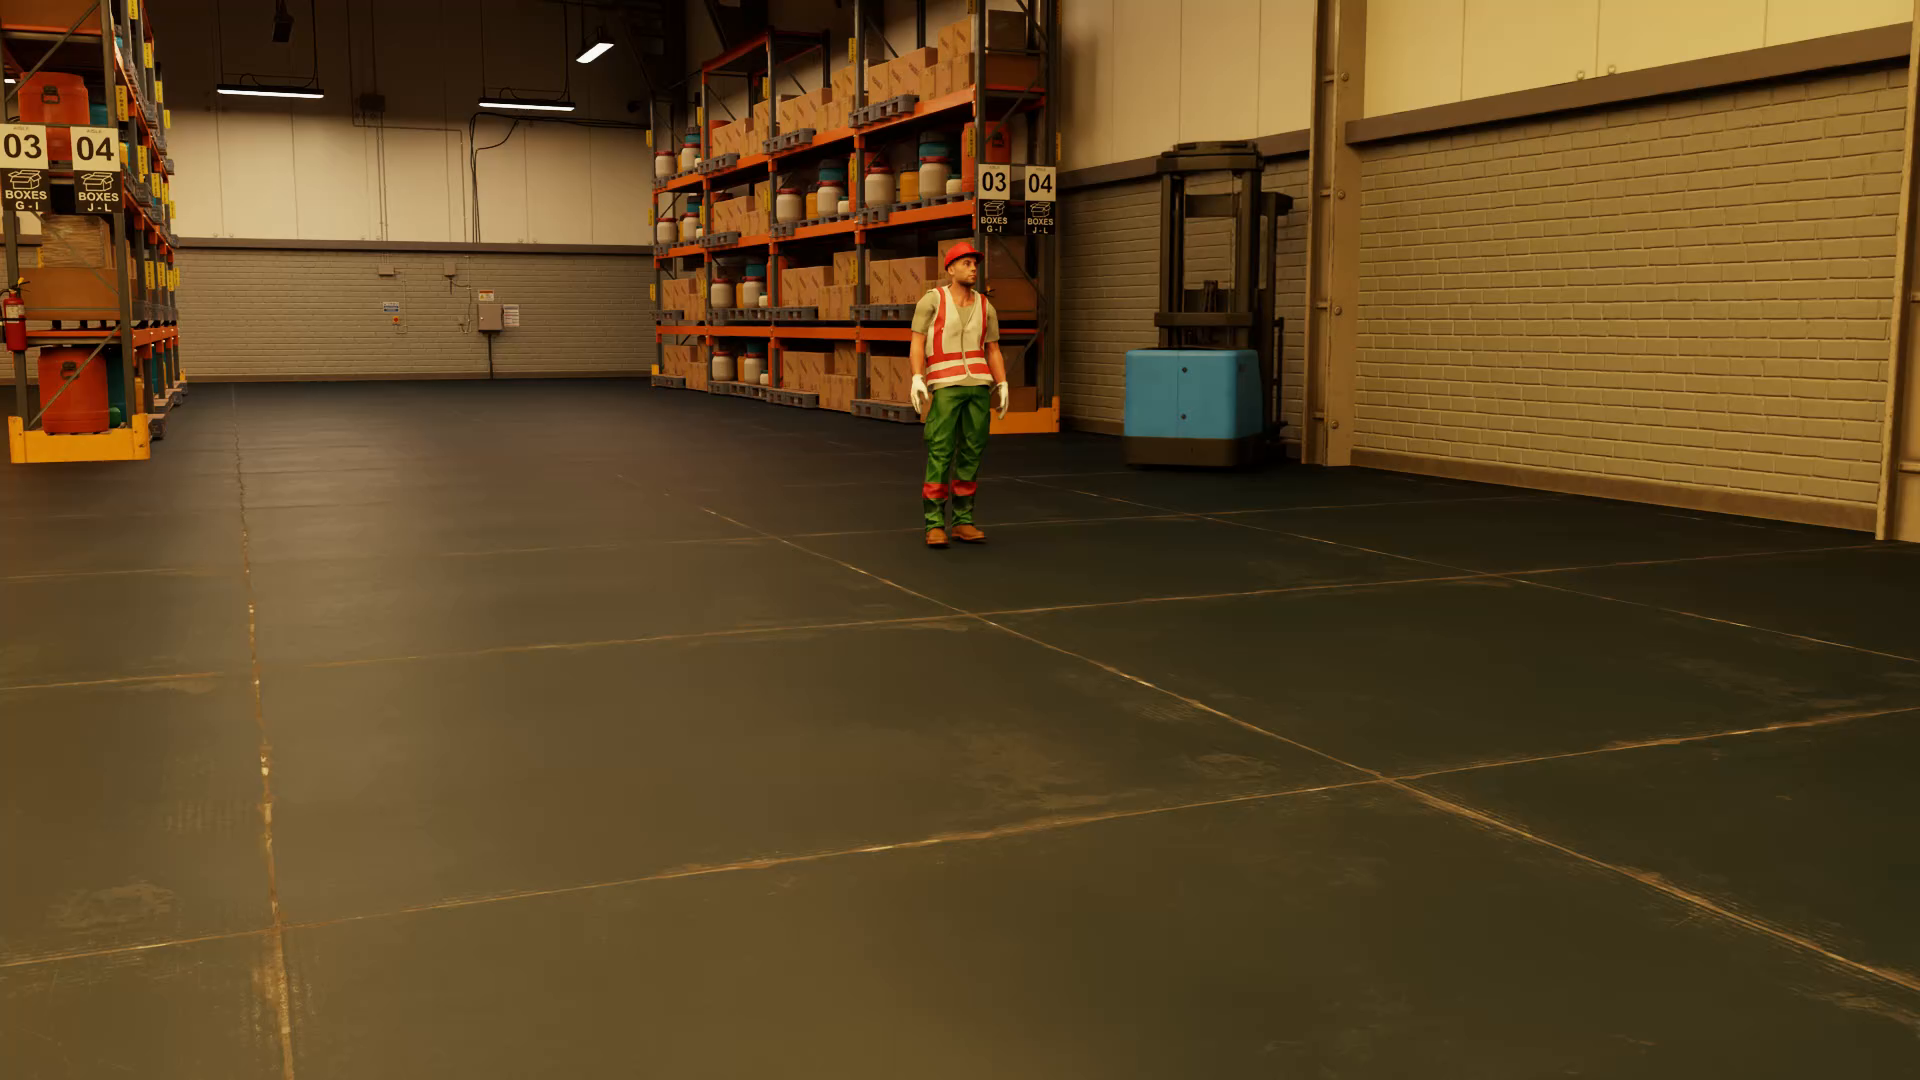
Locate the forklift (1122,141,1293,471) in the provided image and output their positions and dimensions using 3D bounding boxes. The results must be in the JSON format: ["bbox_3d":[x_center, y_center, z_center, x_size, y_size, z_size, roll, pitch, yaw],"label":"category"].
[{"bbox_3d":[2.501,-2.220,15.781,1.130,2.935,3.031,3,8,23],"label":"forklift"}]

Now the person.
[{"bbox_3d":[0.020,-0.884,9.958,0.637,1.787,0.564,-3,8,-23],"label":"person"}]
